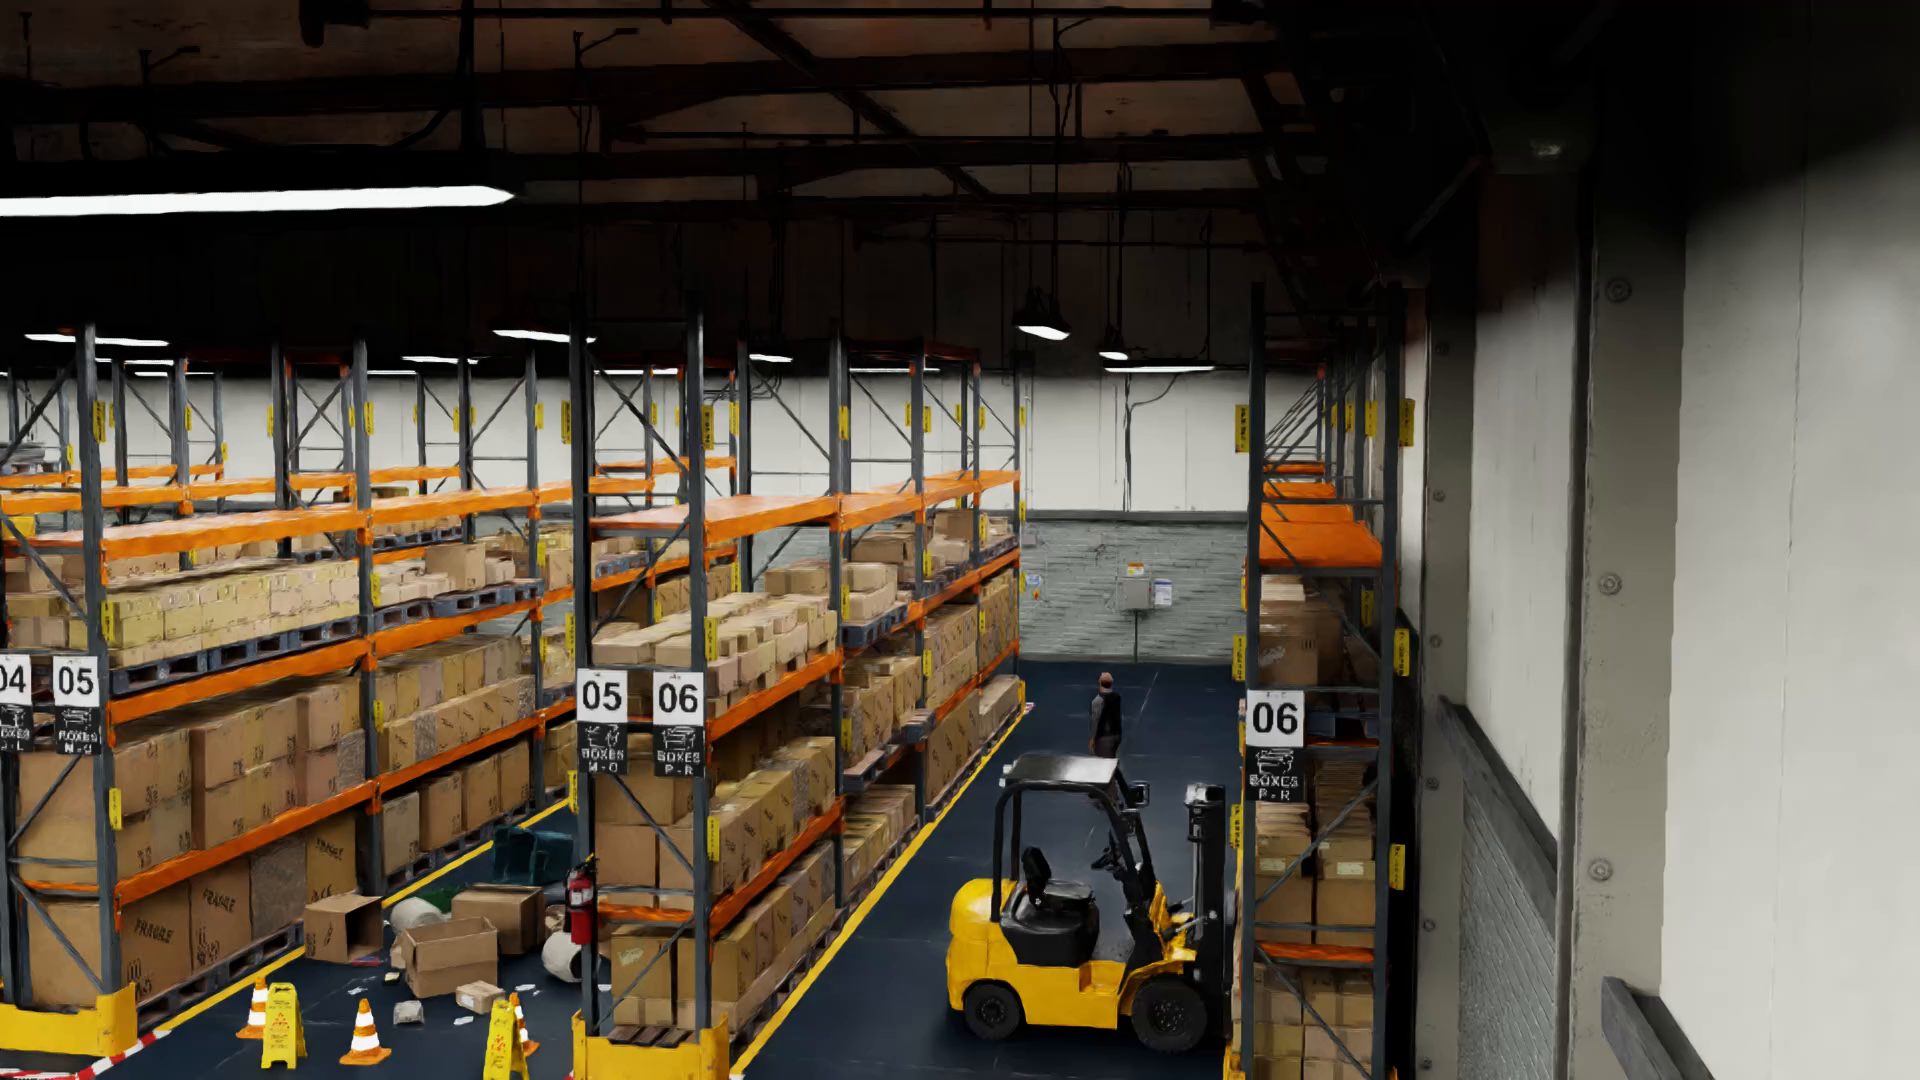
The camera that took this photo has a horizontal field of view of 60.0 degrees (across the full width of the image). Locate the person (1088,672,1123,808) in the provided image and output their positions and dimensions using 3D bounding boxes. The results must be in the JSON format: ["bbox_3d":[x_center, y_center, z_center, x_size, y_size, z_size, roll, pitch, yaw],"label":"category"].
[{"bbox_3d":[1.862,2.562,21.535,0.581,1.718,0.641,3,6,36],"label":"person"}]
